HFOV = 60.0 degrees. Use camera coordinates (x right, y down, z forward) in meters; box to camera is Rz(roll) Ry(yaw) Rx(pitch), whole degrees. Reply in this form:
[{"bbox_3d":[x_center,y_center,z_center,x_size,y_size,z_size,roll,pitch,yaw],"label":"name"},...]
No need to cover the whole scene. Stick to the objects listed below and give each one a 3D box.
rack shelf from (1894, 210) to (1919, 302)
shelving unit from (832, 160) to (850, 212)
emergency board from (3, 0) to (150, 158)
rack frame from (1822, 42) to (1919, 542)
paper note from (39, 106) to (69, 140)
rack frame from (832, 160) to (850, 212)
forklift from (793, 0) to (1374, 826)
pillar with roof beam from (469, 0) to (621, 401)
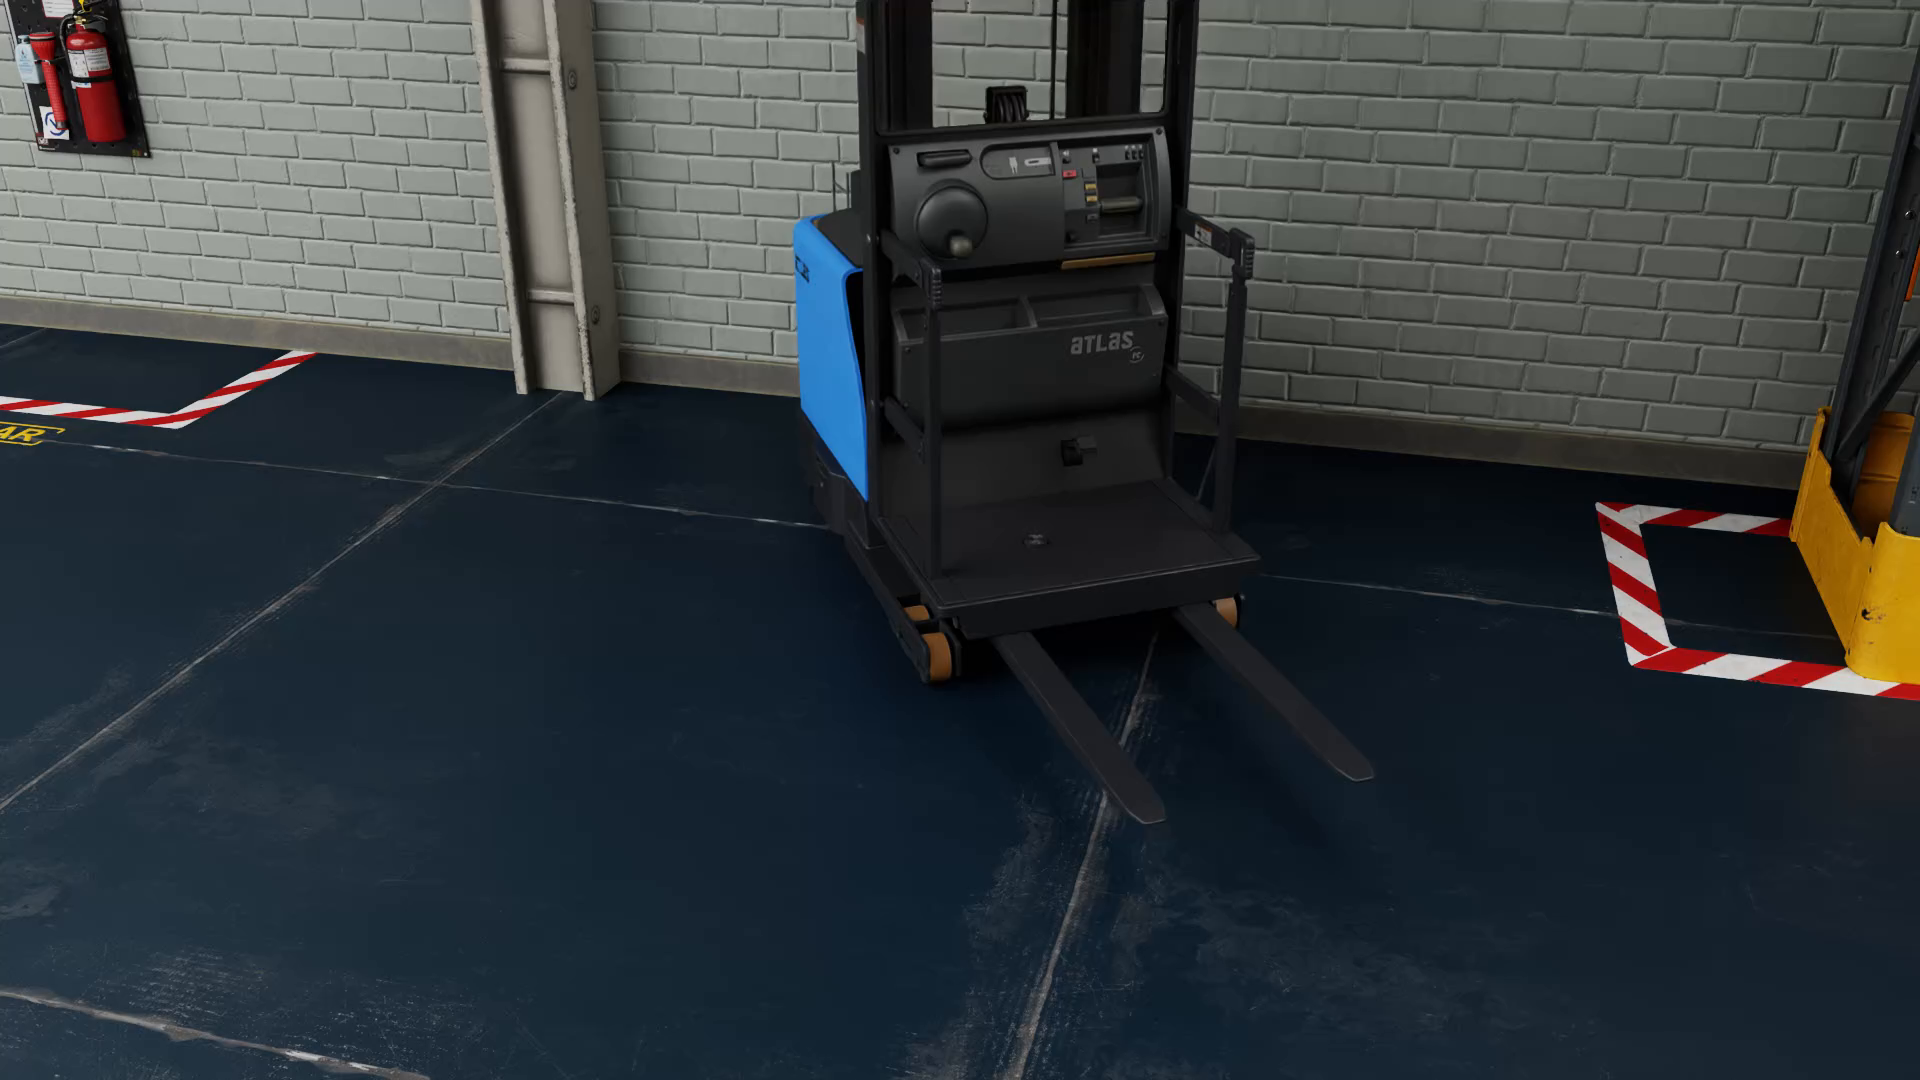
[{"bbox_3d":[5.037,-0.608,4.875,4.000,0.370,1.077,6,26,13],"label":"rack shelf"},{"bbox_3d":[-0.384,-0.938,6.822,0.189,1.200,0.258,-8,26,-17],"label":"shelving unit"},{"bbox_3d":[-4.202,-2.355,7.707,0.643,1.169,0.194,6,26,13],"label":"emergency board"},{"bbox_3d":[3.100,-1.147,5.170,0.127,3.000,1.000,6,26,13],"label":"rack frame"},{"bbox_3d":[-4.356,-2.005,7.997,0.142,0.148,0.016,6,26,13],"label":"paper note"},{"bbox_3d":[-0.471,-0.925,6.795,0.006,1.200,0.240,-8,26,-17],"label":"rack frame"},{"bbox_3d":[0.300,-1.063,5.072,1.130,2.935,3.031,-8,27,-17],"label":"forklift"},{"bbox_3d":[-2.890,-2.991,2.064,0.400,9.000,9.100,6,26,13],"label":"pillar with roof beam"}]
